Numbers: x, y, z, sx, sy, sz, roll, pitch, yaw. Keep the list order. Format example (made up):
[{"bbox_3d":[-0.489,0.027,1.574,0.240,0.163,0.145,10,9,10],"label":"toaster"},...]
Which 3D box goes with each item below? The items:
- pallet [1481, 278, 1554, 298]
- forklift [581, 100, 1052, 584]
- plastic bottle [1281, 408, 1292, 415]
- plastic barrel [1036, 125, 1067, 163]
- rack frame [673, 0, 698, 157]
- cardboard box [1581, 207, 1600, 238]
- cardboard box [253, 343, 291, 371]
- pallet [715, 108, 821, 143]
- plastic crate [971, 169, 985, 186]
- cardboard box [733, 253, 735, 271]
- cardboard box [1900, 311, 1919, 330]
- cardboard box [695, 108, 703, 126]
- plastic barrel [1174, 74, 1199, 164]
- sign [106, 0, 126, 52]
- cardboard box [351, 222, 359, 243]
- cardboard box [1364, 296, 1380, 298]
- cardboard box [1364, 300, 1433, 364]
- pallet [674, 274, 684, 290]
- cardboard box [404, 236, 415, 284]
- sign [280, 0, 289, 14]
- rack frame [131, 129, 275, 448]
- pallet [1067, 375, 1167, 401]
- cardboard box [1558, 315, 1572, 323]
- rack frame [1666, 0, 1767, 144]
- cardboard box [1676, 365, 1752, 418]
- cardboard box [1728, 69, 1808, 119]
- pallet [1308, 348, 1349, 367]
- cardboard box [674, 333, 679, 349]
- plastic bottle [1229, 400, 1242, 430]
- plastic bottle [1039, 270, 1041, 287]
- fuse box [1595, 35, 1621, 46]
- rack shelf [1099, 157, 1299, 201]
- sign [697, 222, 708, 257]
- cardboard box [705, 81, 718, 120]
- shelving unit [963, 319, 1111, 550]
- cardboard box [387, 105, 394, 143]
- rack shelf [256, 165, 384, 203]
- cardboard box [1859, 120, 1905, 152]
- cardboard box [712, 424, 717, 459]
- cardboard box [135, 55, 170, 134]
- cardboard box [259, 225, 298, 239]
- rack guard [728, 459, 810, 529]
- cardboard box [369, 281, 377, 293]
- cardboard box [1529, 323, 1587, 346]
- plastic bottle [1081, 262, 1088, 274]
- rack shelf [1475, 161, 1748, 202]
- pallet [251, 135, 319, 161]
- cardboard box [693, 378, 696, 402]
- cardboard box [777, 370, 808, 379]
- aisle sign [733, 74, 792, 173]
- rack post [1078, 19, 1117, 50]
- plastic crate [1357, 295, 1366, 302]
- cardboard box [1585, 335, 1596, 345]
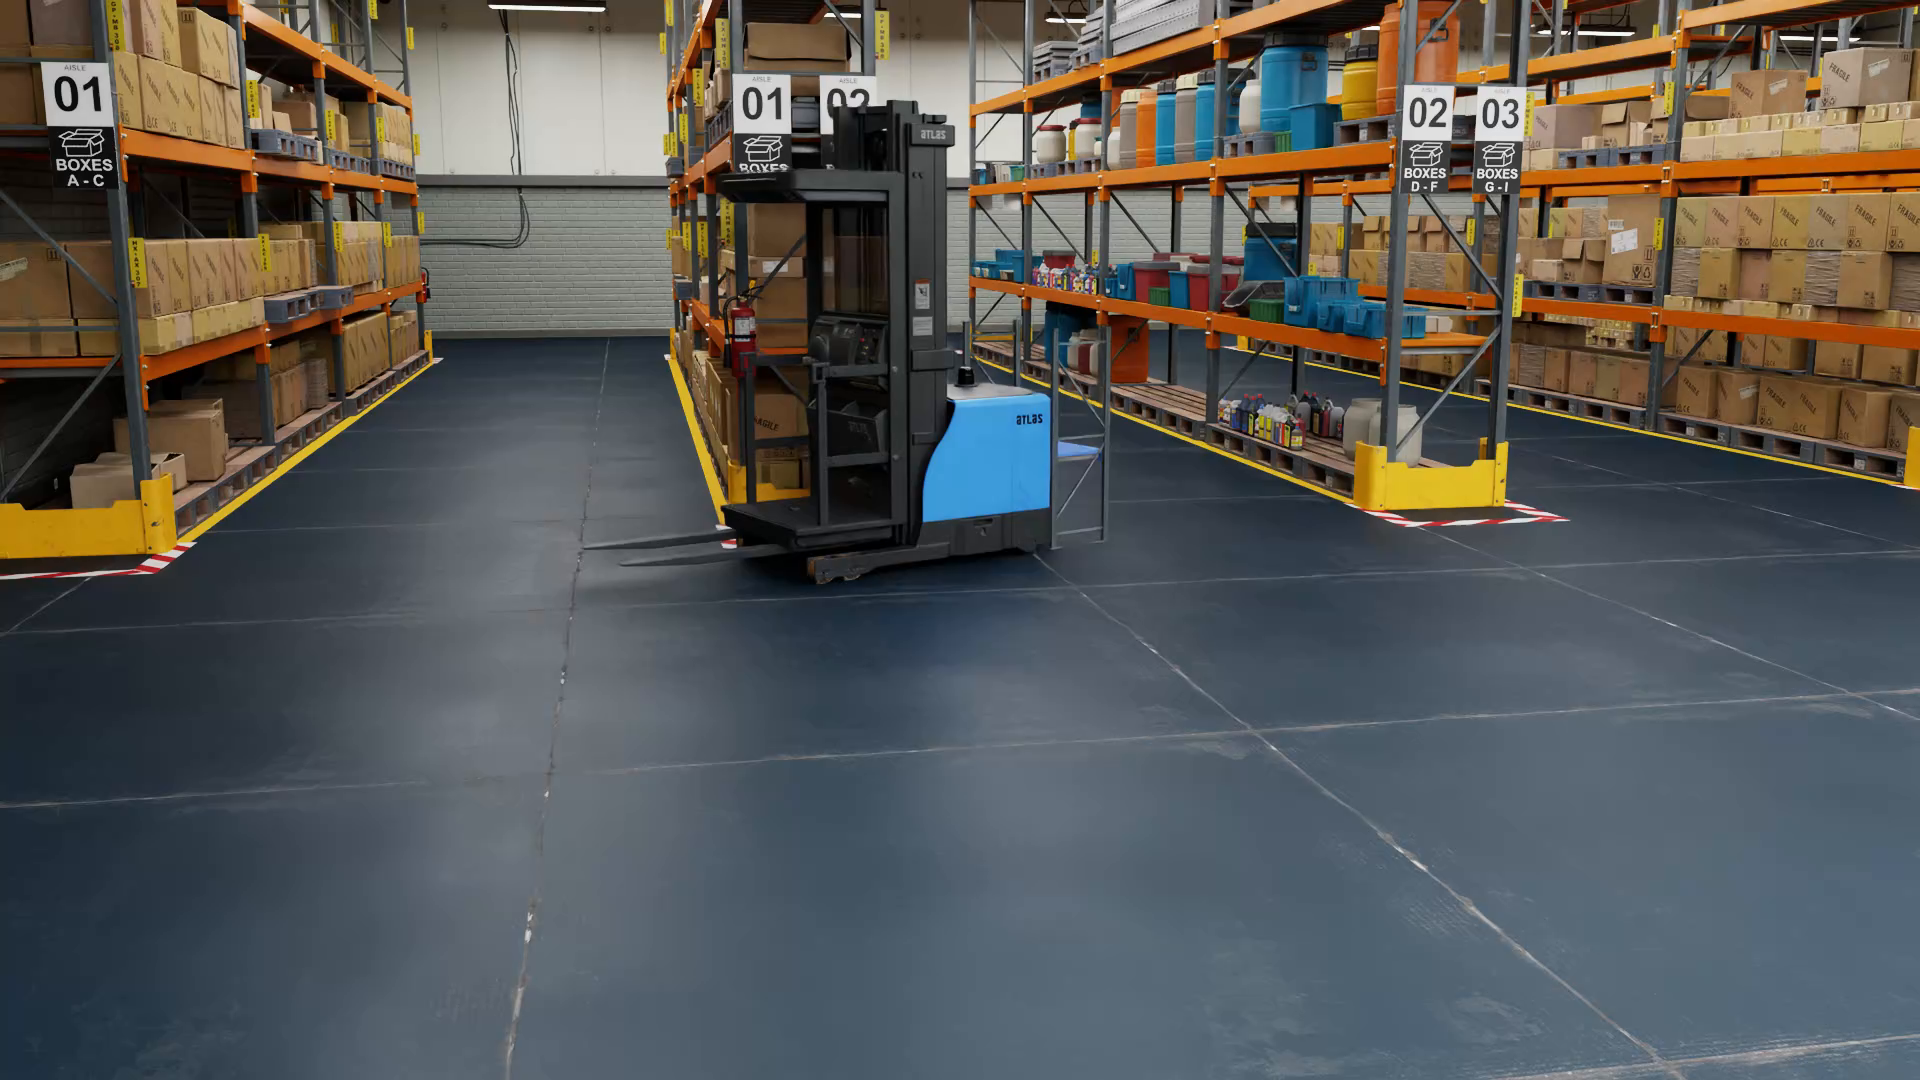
[{"bbox_3d":[7.315,-3.166,20.820,1.213,0.211,1.003,-2,11,-11],"label":"pallet"},{"bbox_3d":[-0.894,-1.281,10.589,3.031,2.935,1.130,-7,13,-33],"label":"forklift"},{"bbox_3d":[3.001,-1.085,15.485,0.152,0.276,0.135,-2,11,-11],"label":"plastic bottle"},{"bbox_3d":[1.292,-5.581,23.489,0.433,0.535,0.433,0,11,0],"label":"plastic barrel"},{"bbox_3d":[-3.424,-6.708,22.873,1.000,3.000,0.127,-2,11,-11],"label":"rack frame"},{"bbox_3d":[10.631,-5.234,27.437,0.500,0.500,0.500,-2,11,-10],"label":"cardboard box"},{"bbox_3d":[-7.159,-1.872,17.012,0.500,0.250,0.500,-2,11,-11],"label":"cardboard box"},{"bbox_3d":[-1.443,-3.345,13.462,1.003,0.211,1.213,-2,11,-11],"label":"pallet"},{"bbox_3d":[0.459,-6.003,27.538,0.497,0.269,0.590,-2,11,-11],"label":"plastic crate"},{"bbox_3d":[-1.655,-2.275,13.626,0.380,0.149,0.250,-2,11,-12],"label":"cardboard box"},{"bbox_3d":[8.322,-1.887,14.259,0.380,0.149,0.250,-2,11,-11],"label":"cardboard box"},{"bbox_3d":[-3.136,-5.199,21.311,0.600,0.600,0.600,-3,11,-13],"label":"cardboard box"},{"bbox_3d":[2.553,-4.398,17.419,0.600,0.901,0.600,0,11,0],"label":"plastic barrel"},{"bbox_3d":[-5.416,-3.302,10.662,0.100,0.325,0.005,-2,11,-11],"label":"sign"},{"bbox_3d":[-7.546,-3.703,20.005,0.500,0.250,0.500,-2,11,-11],"label":"cardboard box"},{"bbox_3d":[6.244,-3.407,26.133,0.875,0.875,0.875,-2,11,-11],"label":"cardboard box"},{"bbox_3d":[6.613,-3.002,24.008,1.225,0.875,0.875,-3,11,-13],"label":"cardboard box"},{"bbox_3d":[-3.375,-3.516,22.661,1.003,0.211,1.213,-2,11,-11],"label":"pallet"},{"bbox_3d":[-8.799,-4.235,25.121,0.980,0.700,0.700,-2,11,-11],"label":"cardboard box"},{"bbox_3d":[-8.831,-7.048,21.738,0.100,0.325,0.005,-2,11,-11],"label":"sign"},{"bbox_3d":[-6.726,-2.113,14.775,1.000,3.000,0.127,-2,11,-11],"label":"rack frame"},{"bbox_3d":[2.020,-1.980,21.534,1.003,0.211,1.213,-2,11,-11],"label":"pallet"},{"bbox_3d":[10.445,-3.765,28.365,0.380,0.149,0.250,-2,11,-10],"label":"cardboard box"},{"bbox_3d":[7.850,-5.600,17.053,1.000,3.000,0.127,-2,11,-11],"label":"rack frame"},{"bbox_3d":[7.889,-1.557,17.415,0.500,0.500,0.500,-2,11,-13],"label":"cardboard box"},{"bbox_3d":[8.188,-4.494,16.864,0.500,0.500,0.500,-2,11,-13],"label":"cardboard box"},{"bbox_3d":[6.223,-2.893,26.331,1.003,0.211,1.213,-2,11,-11],"label":"pallet"},{"bbox_3d":[-4.277,-3.158,26.444,0.500,0.250,0.500,-2,11,-11],"label":"cardboard box"},{"bbox_3d":[2.713,-1.218,16.184,0.152,0.276,0.135,-2,11,-9],"label":"plastic bottle"},{"bbox_3d":[1.174,-3.732,23.623,0.097,0.271,0.097,0,11,0],"label":"plastic bottle"},{"bbox_3d":[13.874,-10.753,35.565,0.513,0.334,0.176,-2,11,-11],"label":"fuse box"},{"bbox_3d":[2.603,-3.960,18.381,1.077,0.370,4.000,-2,11,-11],"label":"rack shelf"},{"bbox_3d":[-2.398,-2.802,15.511,0.100,0.325,0.005,-2,11,-11],"label":"sign"},{"bbox_3d":[-1.923,-3.797,14.344,0.500,0.311,0.500,-3,11,-14],"label":"cardboard box"},{"bbox_3d":[0.526,-0.776,11.761,0.538,1.500,1.048,-8,13,-35],"label":"shelving unit"},{"bbox_3d":[-8.252,-5.839,23.333,0.500,0.500,0.500,-2,11,-12],"label":"cardboard box"},{"bbox_3d":[-7.893,-4.333,20.343,1.077,0.370,4.000,-2,11,-11],"label":"rack shelf"},{"bbox_3d":[8.185,-3.490,14.390,0.500,0.250,0.500,-2,11,-11],"label":"cardboard box"},{"bbox_3d":[-1.891,-0.869,14.472,0.500,0.250,0.500,-2,11,-11],"label":"cardboard box"},{"bbox_3d":[-5.837,-3.082,11.523,0.500,0.500,0.500,-1,11,-7],"label":"cardboard box"},{"bbox_3d":[-7.331,-3.310,17.884,0.380,0.149,0.250,-4,12,-21],"label":"cardboard box"},{"bbox_3d":[-1.085,-0.328,12.081,1.175,0.500,0.348,-2,11,-11],"label":"rack guard"},{"bbox_3d":[-7.751,-3.274,21.493,0.380,0.149,0.250,-2,11,-11],"label":"cardboard box"},{"bbox_3d":[7.345,-2.525,20.442,0.500,0.250,0.500,-1,11,-5],"label":"cardboard box"},{"bbox_3d":[1.794,-3.754,23.530,0.144,0.351,0.185,-2,11,-11],"label":"plastic bottle"},{"bbox_3d":[7.461,-4.140,19.328,1.077,0.370,4.000,-2,11,-11],"label":"rack shelf"},{"bbox_3d":[-6.946,-3.801,16.126,1.213,0.211,1.003,-2,11,-11],"label":"pallet"},{"bbox_3d":[-2.733,-1.684,18.752,0.500,0.250,0.500,-2,11,-13],"label":"cardboard box"},{"bbox_3d":[-1.265,-1.166,14.023,0.500,0.500,0.500,-2,11,-11],"label":"cardboard box"},{"bbox_3d":[-1.365,-2.814,11.508,0.394,0.787,0.004,-2,11,-11],"label":"aisle sign"},{"bbox_3d":[2.033,-6.248,20.658,0.954,0.300,0.937,-2,11,-11],"label":"rack post"},{"bbox_3d":[3.473,-2.207,15.667,0.499,0.251,0.616,-2,11,-11],"label":"plastic crate"},{"bbox_3d":[10.567,-3.337,27.710,0.380,0.149,0.250,-2,11,-11],"label":"cardboard box"}]
